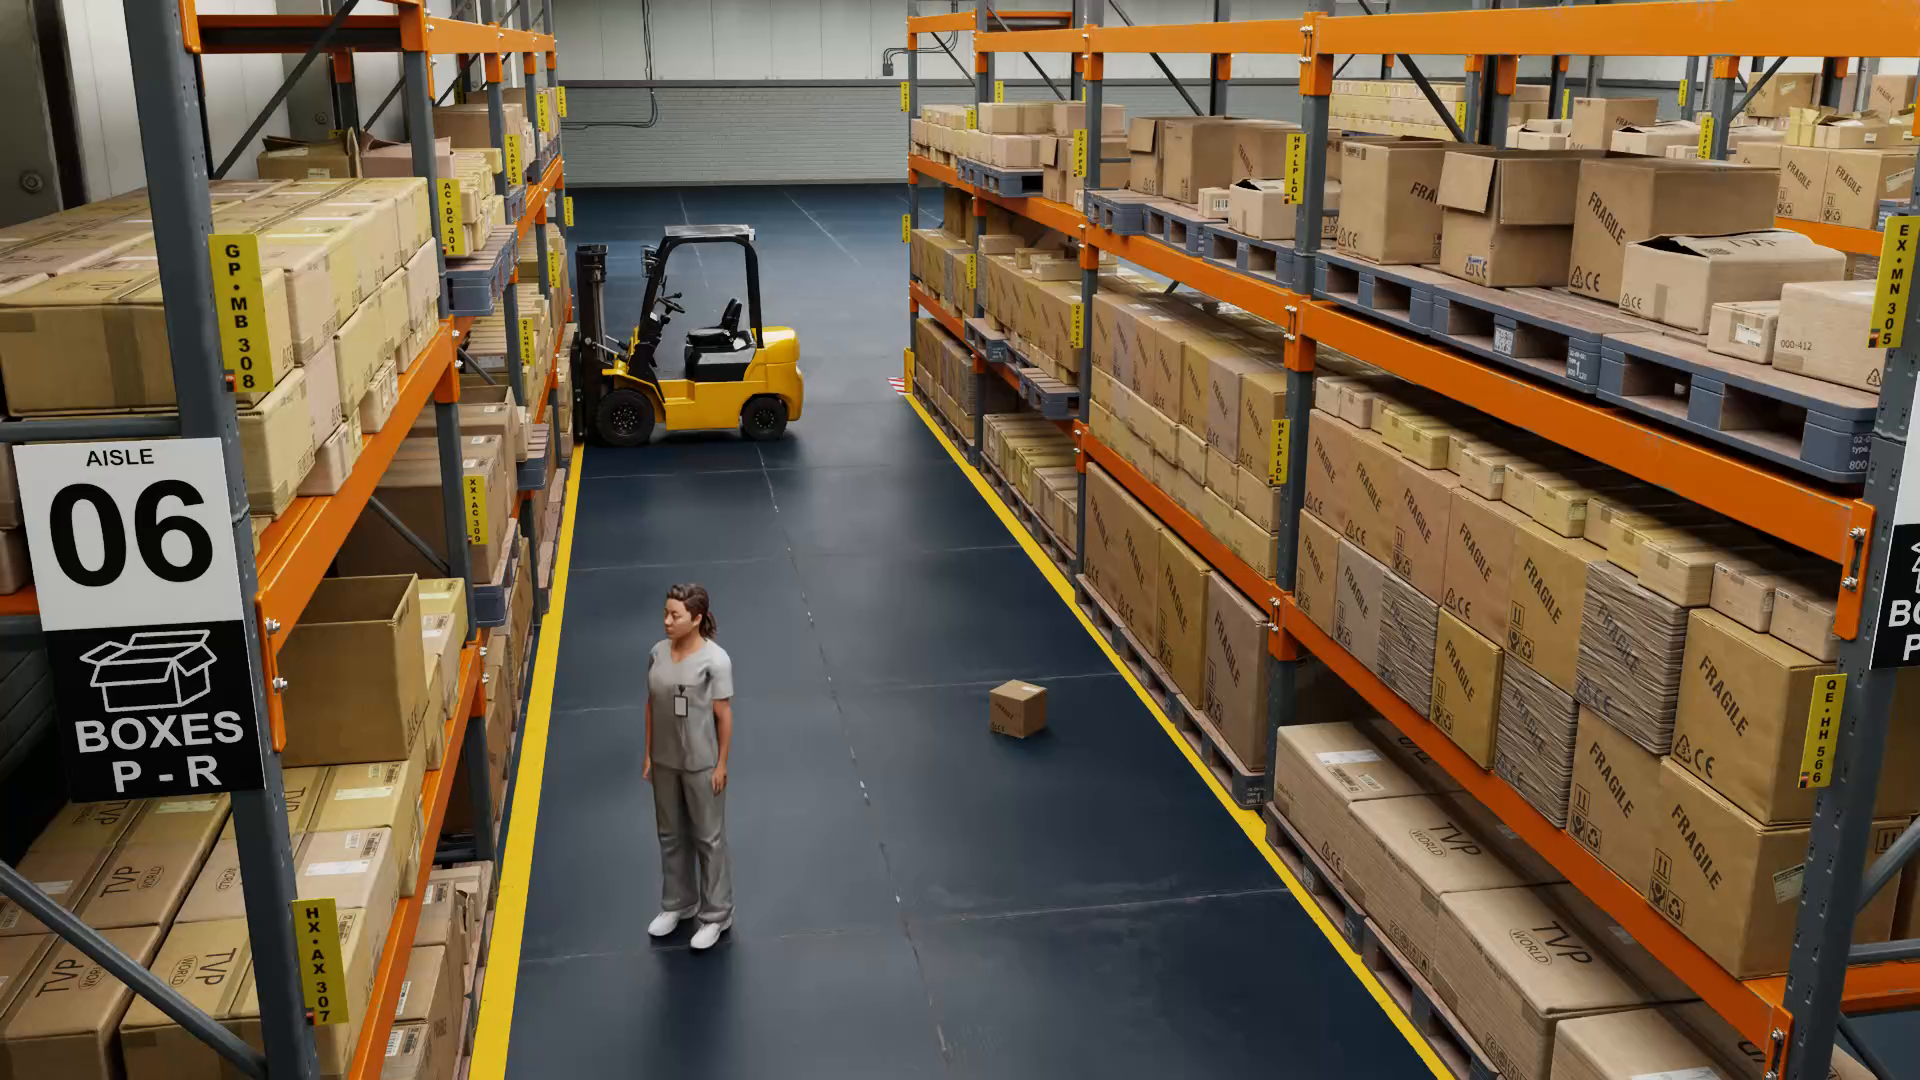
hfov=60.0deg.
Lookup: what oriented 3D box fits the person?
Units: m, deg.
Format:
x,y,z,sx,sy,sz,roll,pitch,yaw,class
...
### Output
x,y,z,sx,sy,sz,roll,pitch,yaw,class
-1.242,1.011,7.577,0.441,1.678,0.403,8,18,25,person
